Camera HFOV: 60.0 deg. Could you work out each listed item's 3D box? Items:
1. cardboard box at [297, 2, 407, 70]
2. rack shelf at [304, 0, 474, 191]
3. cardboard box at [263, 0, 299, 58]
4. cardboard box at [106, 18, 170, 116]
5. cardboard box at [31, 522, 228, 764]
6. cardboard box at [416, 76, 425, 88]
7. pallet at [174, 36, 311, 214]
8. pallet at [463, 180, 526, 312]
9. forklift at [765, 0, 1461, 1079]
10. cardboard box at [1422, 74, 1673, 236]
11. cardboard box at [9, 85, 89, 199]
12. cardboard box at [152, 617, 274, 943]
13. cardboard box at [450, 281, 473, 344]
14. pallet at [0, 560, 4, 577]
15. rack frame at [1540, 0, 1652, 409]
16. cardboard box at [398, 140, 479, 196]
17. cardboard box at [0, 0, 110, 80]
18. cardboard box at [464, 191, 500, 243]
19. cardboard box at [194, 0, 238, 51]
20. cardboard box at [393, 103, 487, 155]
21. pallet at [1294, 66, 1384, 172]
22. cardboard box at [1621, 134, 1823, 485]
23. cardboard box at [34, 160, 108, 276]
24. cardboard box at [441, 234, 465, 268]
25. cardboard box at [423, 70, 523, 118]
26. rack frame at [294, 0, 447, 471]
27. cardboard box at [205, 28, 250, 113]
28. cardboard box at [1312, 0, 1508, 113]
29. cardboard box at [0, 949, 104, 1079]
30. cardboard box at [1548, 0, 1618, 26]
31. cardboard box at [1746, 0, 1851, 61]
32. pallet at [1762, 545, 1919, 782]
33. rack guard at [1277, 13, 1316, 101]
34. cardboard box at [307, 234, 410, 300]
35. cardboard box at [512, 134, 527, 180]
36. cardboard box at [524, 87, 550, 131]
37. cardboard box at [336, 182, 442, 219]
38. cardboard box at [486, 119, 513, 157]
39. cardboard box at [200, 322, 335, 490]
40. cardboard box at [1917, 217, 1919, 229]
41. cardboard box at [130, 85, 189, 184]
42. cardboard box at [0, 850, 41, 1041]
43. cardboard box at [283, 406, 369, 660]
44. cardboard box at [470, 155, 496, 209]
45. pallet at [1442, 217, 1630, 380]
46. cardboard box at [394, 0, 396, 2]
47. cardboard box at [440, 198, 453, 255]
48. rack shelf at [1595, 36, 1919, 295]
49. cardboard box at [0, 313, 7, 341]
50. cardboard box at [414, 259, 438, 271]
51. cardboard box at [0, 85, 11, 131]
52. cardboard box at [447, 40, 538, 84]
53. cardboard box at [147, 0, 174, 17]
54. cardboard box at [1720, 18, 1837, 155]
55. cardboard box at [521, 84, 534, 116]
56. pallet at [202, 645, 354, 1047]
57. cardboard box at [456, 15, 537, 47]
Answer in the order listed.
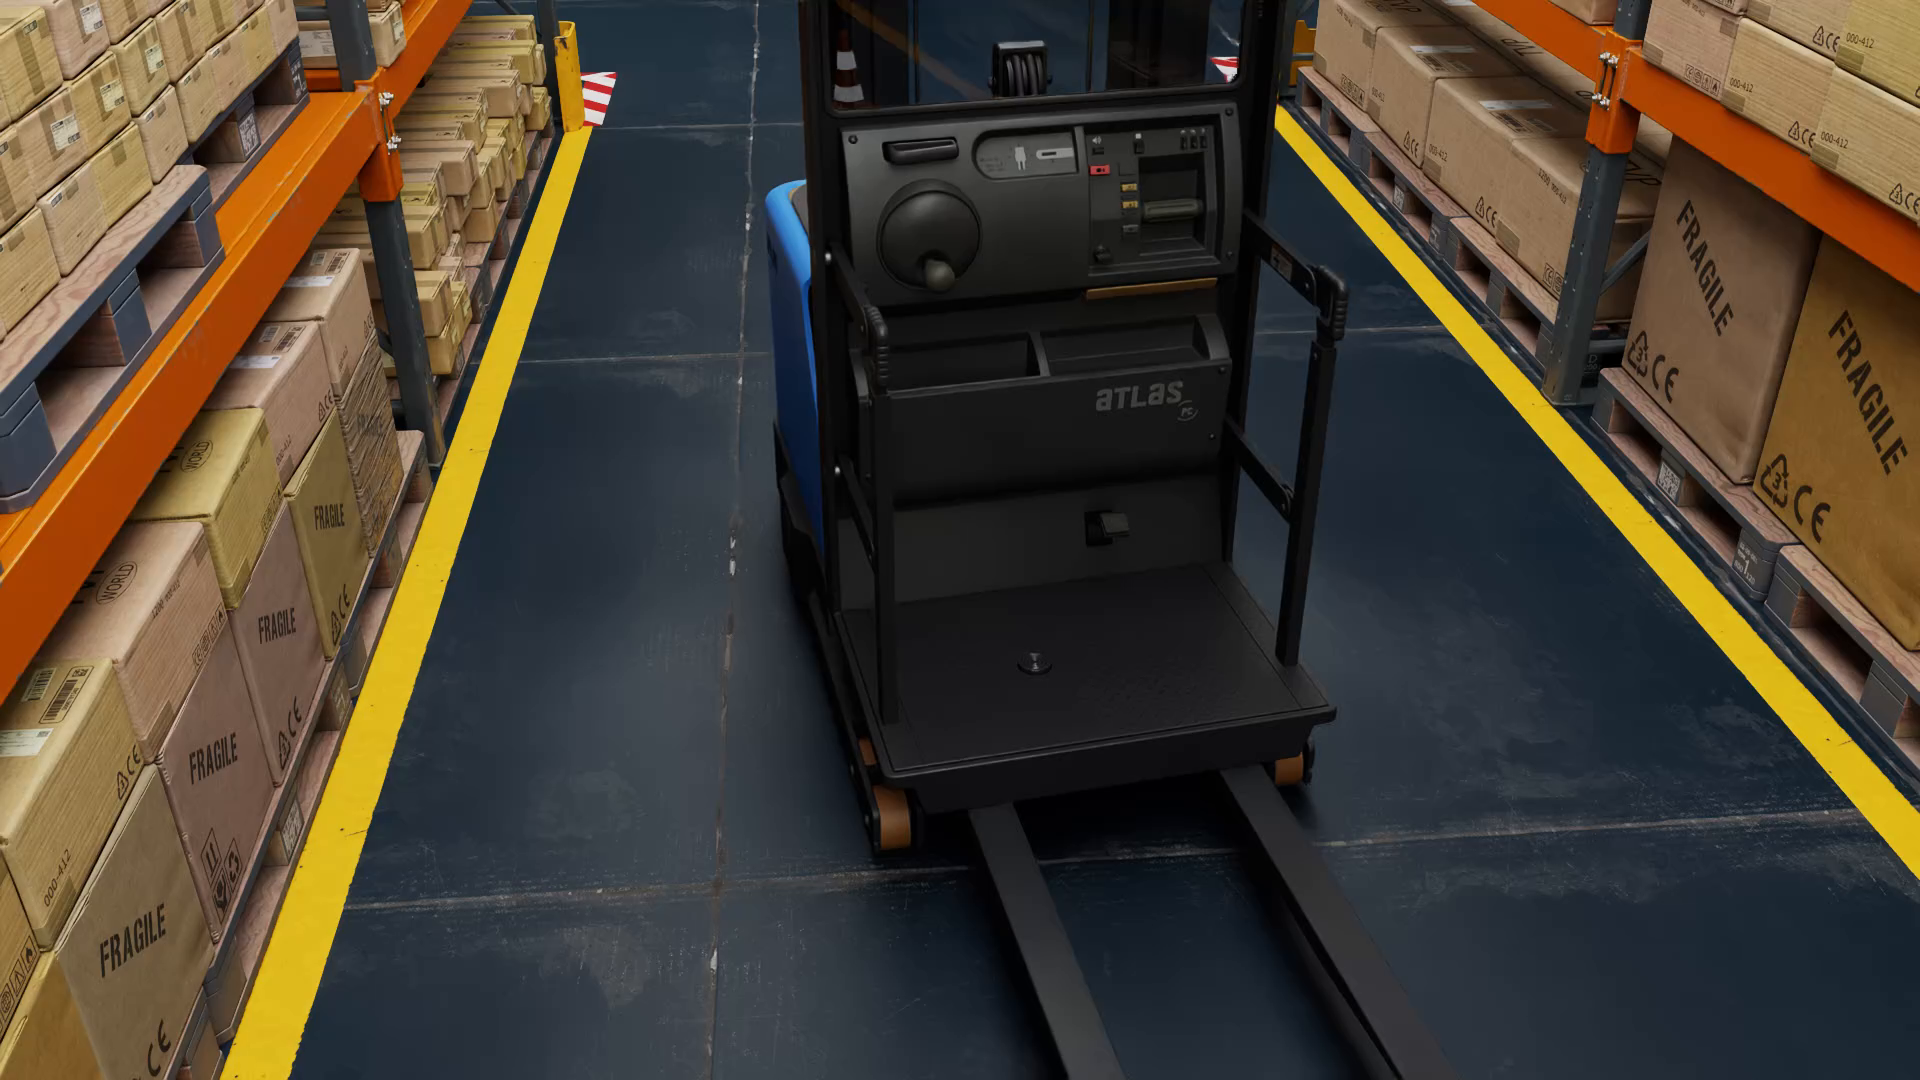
[{"bbox_3d":[-1.969,-1.586,5.225,0.380,0.149,0.250,-2,31,-3],"label":"cardboard box"},{"bbox_3d":[-2.455,-2.245,6.786,1.077,0.370,4.000,-3,31,-5],"label":"rack shelf"},{"bbox_3d":[-2.034,-1.412,4.525,0.380,0.149,0.250,-3,31,-6],"label":"cardboard box"},{"bbox_3d":[-1.935,-1.006,3.555,0.380,0.149,0.250,-4,31,-7],"label":"cardboard box"},{"bbox_3d":[-1.798,0.204,3.280,0.500,0.250,0.500,-3,31,-4],"label":"cardboard box"},{"bbox_3d":[-2.768,-2.116,7.949,0.380,0.149,0.250,-2,31,-4],"label":"cardboard box"},{"bbox_3d":[-2.341,-1.054,4.276,1.003,0.211,1.213,-3,31,-5],"label":"pallet"},{"bbox_3d":[-2.483,-1.302,7.223,1.003,0.211,1.213,-3,31,-5],"label":"pallet"},{"bbox_3d":[0.251,-0.728,3.610,1.130,2.935,3.031,-7,32,-12],"label":"forklift"},{"bbox_3d":[2.615,-1.685,7.235,0.875,0.438,0.875,-4,31,-6],"label":"cardboard box"},{"bbox_3d":[-1.890,-0.743,3.113,0.380,0.149,0.250,-2,31,-3],"label":"cardboard box"},{"bbox_3d":[-1.809,0.510,3.499,0.500,0.500,0.500,-4,31,-6],"label":"cardboard box"},{"bbox_3d":[-2.007,-0.827,6.080,0.380,0.149,0.250,-2,31,-3],"label":"cardboard box"},{"bbox_3d":[-2.067,0.233,2.123,1.213,0.211,1.003,-3,31,-5],"label":"pallet"},{"bbox_3d":[2.651,-1.822,5.375,1.000,3.000,0.127,-3,31,-5],"label":"rack frame"},{"bbox_3d":[-2.123,-1.467,6.571,0.380,0.149,0.250,-2,31,-4],"label":"cardboard box"},{"bbox_3d":[-1.915,-1.000,3.254,0.380,0.149,0.250,-4,31,-7],"label":"cardboard box"},{"bbox_3d":[-2.144,-1.351,6.958,0.380,0.149,0.250,-4,31,-6],"label":"cardboard box"},{"bbox_3d":[-1.988,-1.278,4.011,0.380,0.149,0.250,-1,31,-2],"label":"cardboard box"},{"bbox_3d":[-2.214,-1.730,7.011,0.380,0.149,0.250,-3,31,-4],"label":"cardboard box"},{"bbox_3d":[2.430,-2.263,8.832,1.003,0.211,1.213,-3,31,-5],"label":"pallet"},{"bbox_3d":[2.789,-0.777,5.289,0.875,0.875,0.875,-2,31,-3],"label":"cardboard box"},{"bbox_3d":[-1.884,-0.611,3.184,0.380,0.149,0.250,-4,31,-6],"label":"cardboard box"},{"bbox_3d":[-2.155,-1.078,6.501,0.380,0.149,0.250,-3,31,-6],"label":"cardboard box"},{"bbox_3d":[-2.181,-2.002,7.467,0.380,0.149,0.250,-2,31,-3],"label":"cardboard box"},{"bbox_3d":[-2.268,-1.533,4.892,1.000,3.000,0.127,-3,31,-5],"label":"rack frame"},{"bbox_3d":[-1.987,-1.152,4.090,0.380,0.149,0.250,-3,31,-5],"label":"cardboard box"},{"bbox_3d":[2.439,-2.612,8.787,0.875,0.438,0.875,-4,31,-6],"label":"cardboard box"},{"bbox_3d":[-1.706,1.028,2.631,0.500,0.500,0.500,-4,31,-7],"label":"cardboard box"},{"bbox_3d":[2.353,-2.089,5.725,0.500,0.500,0.500,-2,31,-4],"label":"cardboard box"},{"bbox_3d":[2.488,-1.469,4.443,0.500,0.250,0.500,-2,31,-4],"label":"cardboard box"},{"bbox_3d":[2.915,0.390,4.392,1.003,0.211,1.213,-3,31,-5],"label":"pallet"},{"bbox_3d":[2.275,-2.803,9.456,1.175,0.500,0.348,-3,31,-5],"label":"rack guard"},{"bbox_3d":[-2.094,-0.931,5.674,0.380,0.149,0.250,-2,31,-3],"label":"cardboard box"},{"bbox_3d":[-2.199,-1.755,7.634,0.380,0.149,0.250,-4,31,-7],"label":"cardboard box"},{"bbox_3d":[-2.260,-2.147,8.289,0.380,0.149,0.250,-2,31,-3],"label":"cardboard box"},{"bbox_3d":[-2.133,-1.201,6.126,0.380,0.149,0.250,-3,31,-5],"label":"cardboard box"},{"bbox_3d":[-2.191,-1.743,7.323,0.380,0.149,0.250,-1,31,-2],"label":"cardboard box"},{"bbox_3d":[-1.912,-0.331,4.176,0.500,0.250,0.500,-1,31,-2],"label":"cardboard box"},{"bbox_3d":[2.549,-0.738,3.707,0.500,0.250,0.500,-3,31,-5],"label":"cardboard box"},{"bbox_3d":[-1.933,-0.883,3.638,0.380,0.149,0.250,-4,31,-7],"label":"cardboard box"},{"bbox_3d":[-1.718,0.716,2.423,0.500,0.250,0.500,-4,31,-7],"label":"cardboard box"},{"bbox_3d":[-1.900,-0.013,4.374,0.500,0.500,0.500,-3,31,-6],"label":"cardboard box"},{"bbox_3d":[-2.140,-1.477,6.878,0.380,0.149,0.250,-3,31,-5],"label":"cardboard box"},{"bbox_3d":[2.658,-1.017,6.747,1.003,0.211,1.213,-3,31,-5],"label":"pallet"},{"bbox_3d":[-2.144,-1.848,5.663,0.380,0.149,0.250,-4,31,-7],"label":"cardboard box"},{"bbox_3d":[-2.177,-1.203,6.420,0.380,0.149,0.250,-4,31,-7],"label":"cardboard box"},{"bbox_3d":[2.838,-0.492,3.850,1.077,0.370,4.000,-3,31,-5],"label":"rack shelf"},{"bbox_3d":[-1.840,-0.350,2.746,0.380,0.149,0.250,-2,31,-3],"label":"cardboard box"},{"bbox_3d":[-2.096,-0.943,5.983,0.380,0.149,0.250,-3,31,-4],"label":"cardboard box"},{"bbox_3d":[-1.869,-0.735,2.811,0.380,0.149,0.250,-2,31,-3],"label":"cardboard box"},{"bbox_3d":[-2.223,-2.272,7.919,0.380,0.149,0.250,-3,31,-6],"label":"cardboard box"},{"bbox_3d":[-1.963,-1.262,3.694,0.380,0.149,0.250,-3,31,-5],"label":"cardboard box"},{"bbox_3d":[2.479,-1.256,4.574,0.500,0.250,0.500,-3,31,-6],"label":"cardboard box"},{"bbox_3d":[-2.258,-2.139,7.986,0.380,0.149,0.250,-4,31,-7],"label":"cardboard box"},{"bbox_3d":[-2.077,0.686,3.896,1.003,0.211,1.213,-3,31,-5],"label":"pallet"},{"bbox_3d":[-2.340,-2.529,8.349,0.380,0.149,0.250,-2,31,-4],"label":"cardboard box"}]
